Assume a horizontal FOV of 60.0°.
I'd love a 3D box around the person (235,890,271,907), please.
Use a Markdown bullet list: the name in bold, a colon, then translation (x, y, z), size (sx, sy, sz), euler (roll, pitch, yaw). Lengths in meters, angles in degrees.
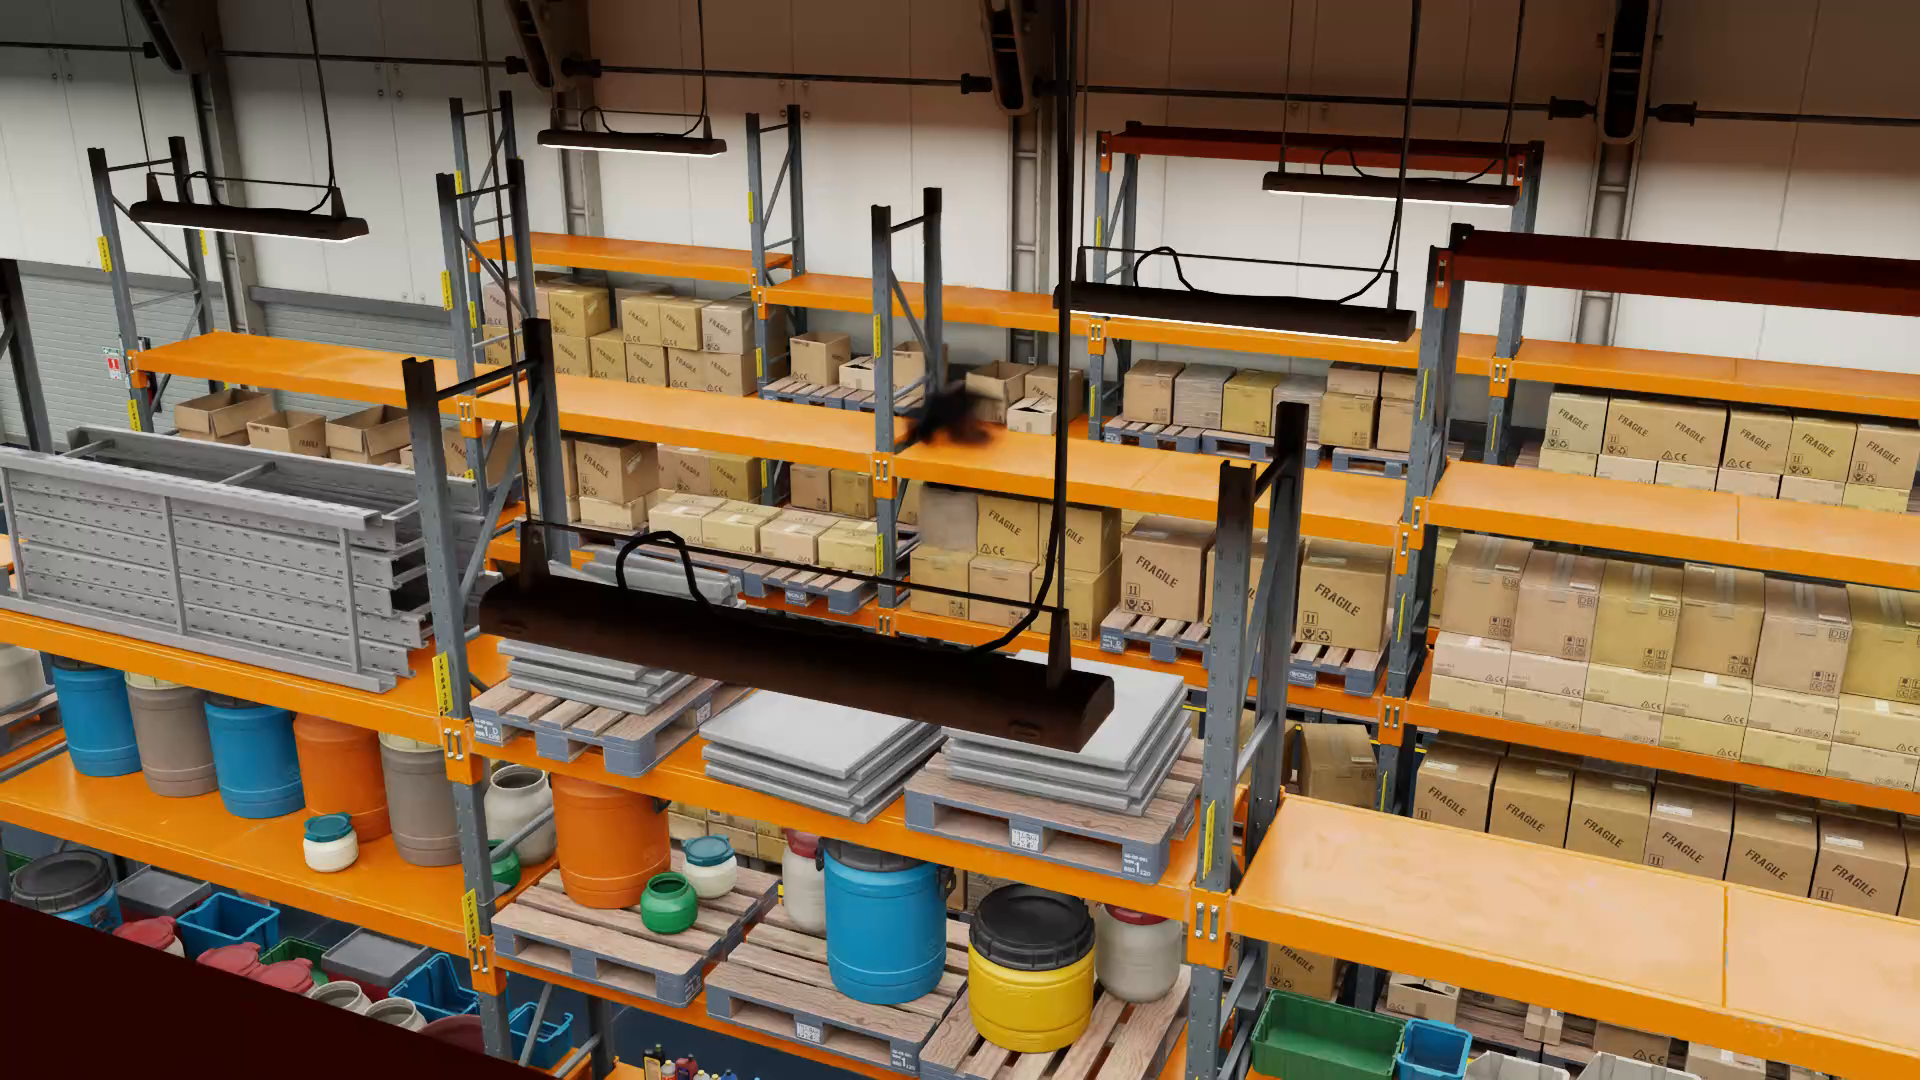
- **person**: translation (-6.165, 2.426, 13.906), size (0.577, 1.619, 0.581), euler (4, 21, 11)
